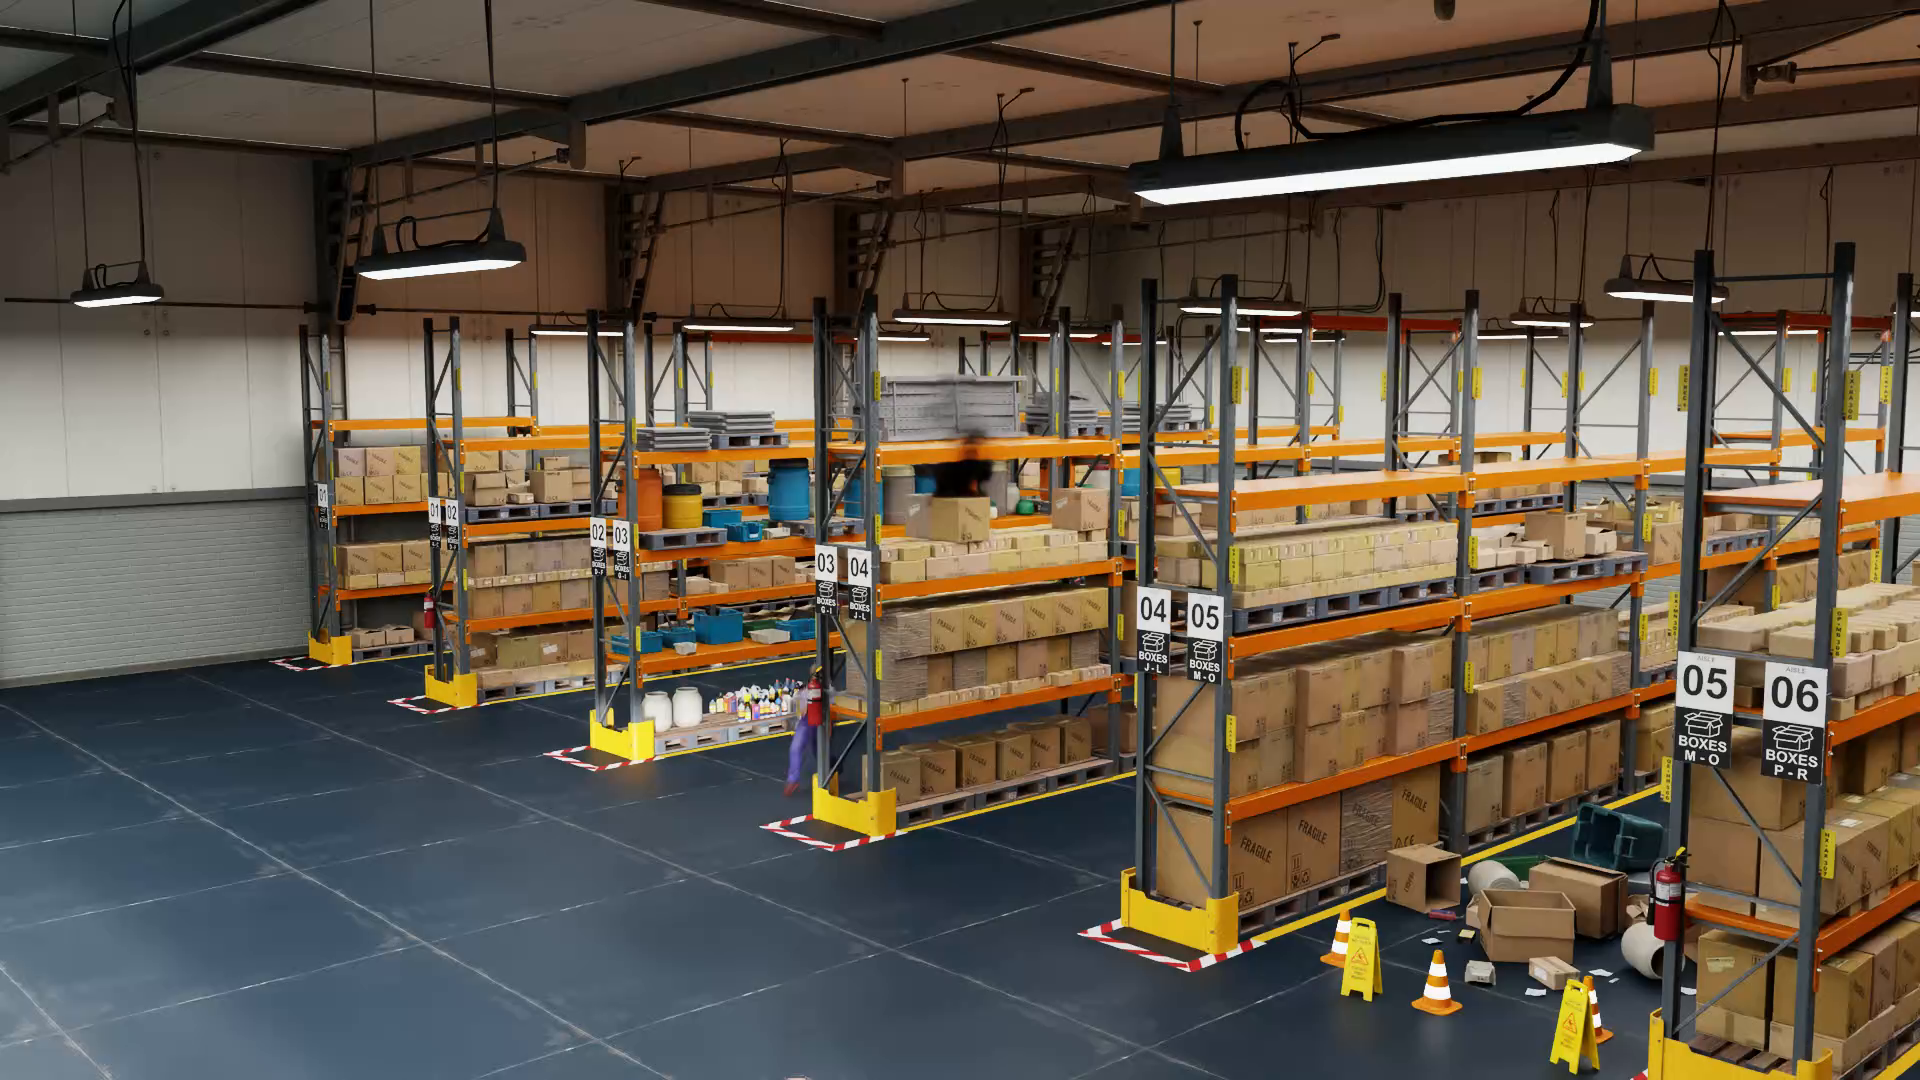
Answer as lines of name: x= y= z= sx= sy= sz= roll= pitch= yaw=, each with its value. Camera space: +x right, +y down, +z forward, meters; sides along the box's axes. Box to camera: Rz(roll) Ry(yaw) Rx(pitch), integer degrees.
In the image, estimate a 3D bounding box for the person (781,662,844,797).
person: x=-1.745 y=2.298 z=20.436 sx=0.627 sy=1.657 sz=0.905 roll=5 pitch=8 yaw=42
